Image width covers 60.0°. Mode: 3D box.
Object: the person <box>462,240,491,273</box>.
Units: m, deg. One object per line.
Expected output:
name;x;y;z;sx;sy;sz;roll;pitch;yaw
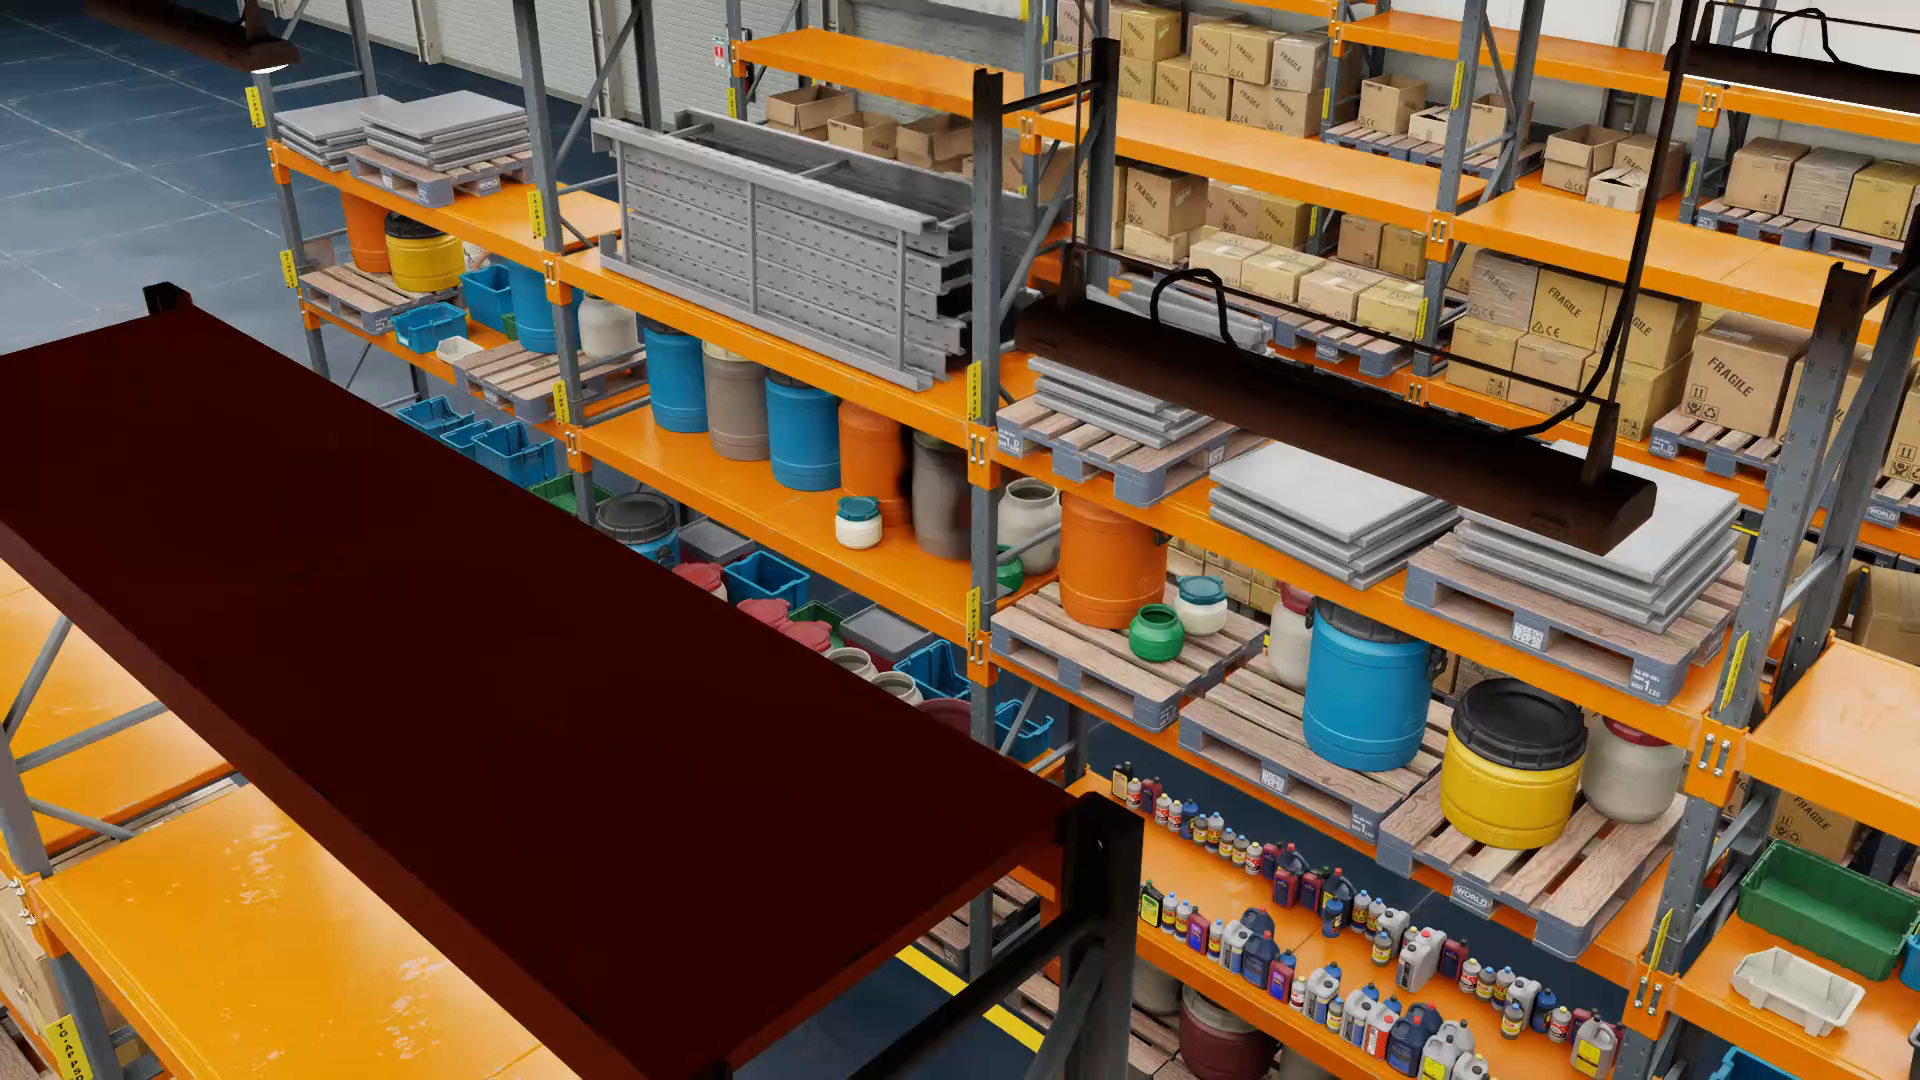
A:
person;-5.965;-3.404;20.485;0.817;1.755;0.676;-17;33;-27
